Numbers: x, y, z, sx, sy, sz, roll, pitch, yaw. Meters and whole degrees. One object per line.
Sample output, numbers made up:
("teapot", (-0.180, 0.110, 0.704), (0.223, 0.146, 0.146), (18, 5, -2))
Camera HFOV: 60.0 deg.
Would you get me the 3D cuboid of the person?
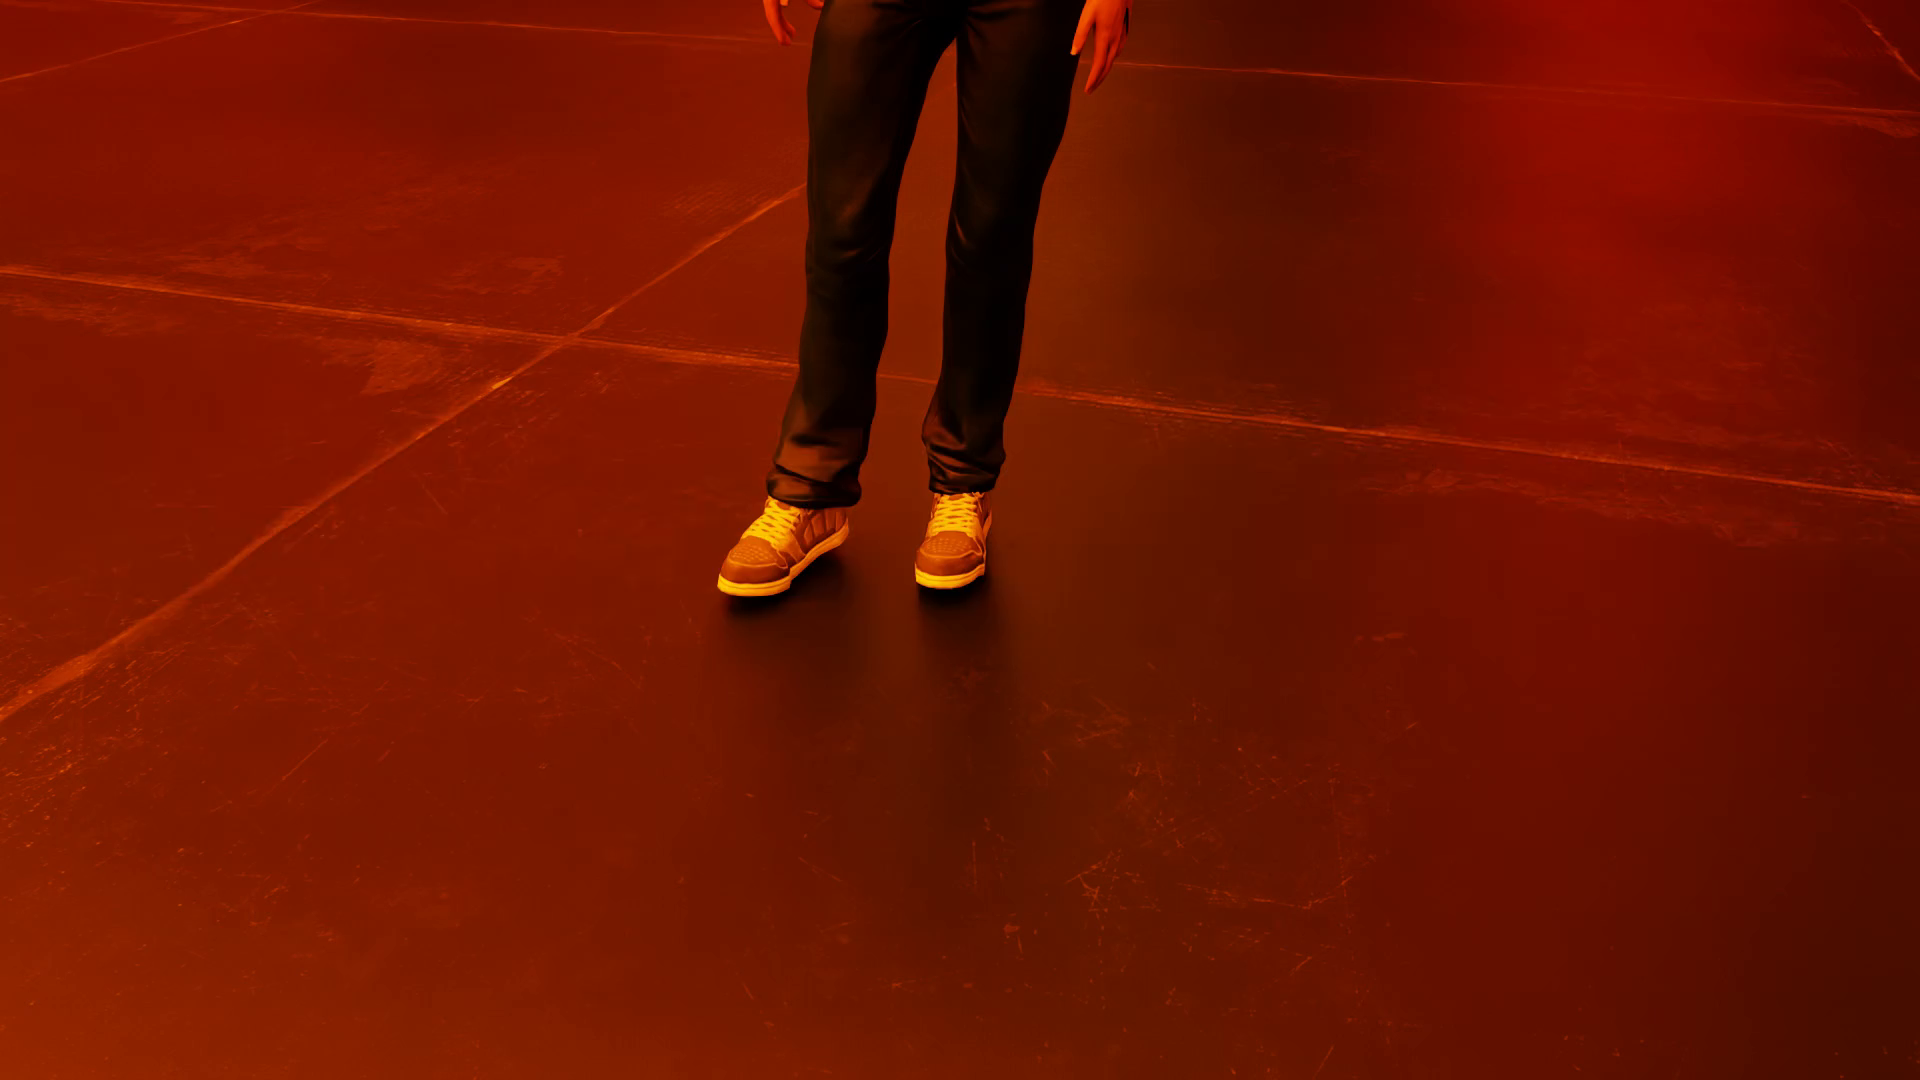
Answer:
("person", (-0.039, -0.688, 2.076), (0.513, 1.596, 0.476), (8, 28, 16))
